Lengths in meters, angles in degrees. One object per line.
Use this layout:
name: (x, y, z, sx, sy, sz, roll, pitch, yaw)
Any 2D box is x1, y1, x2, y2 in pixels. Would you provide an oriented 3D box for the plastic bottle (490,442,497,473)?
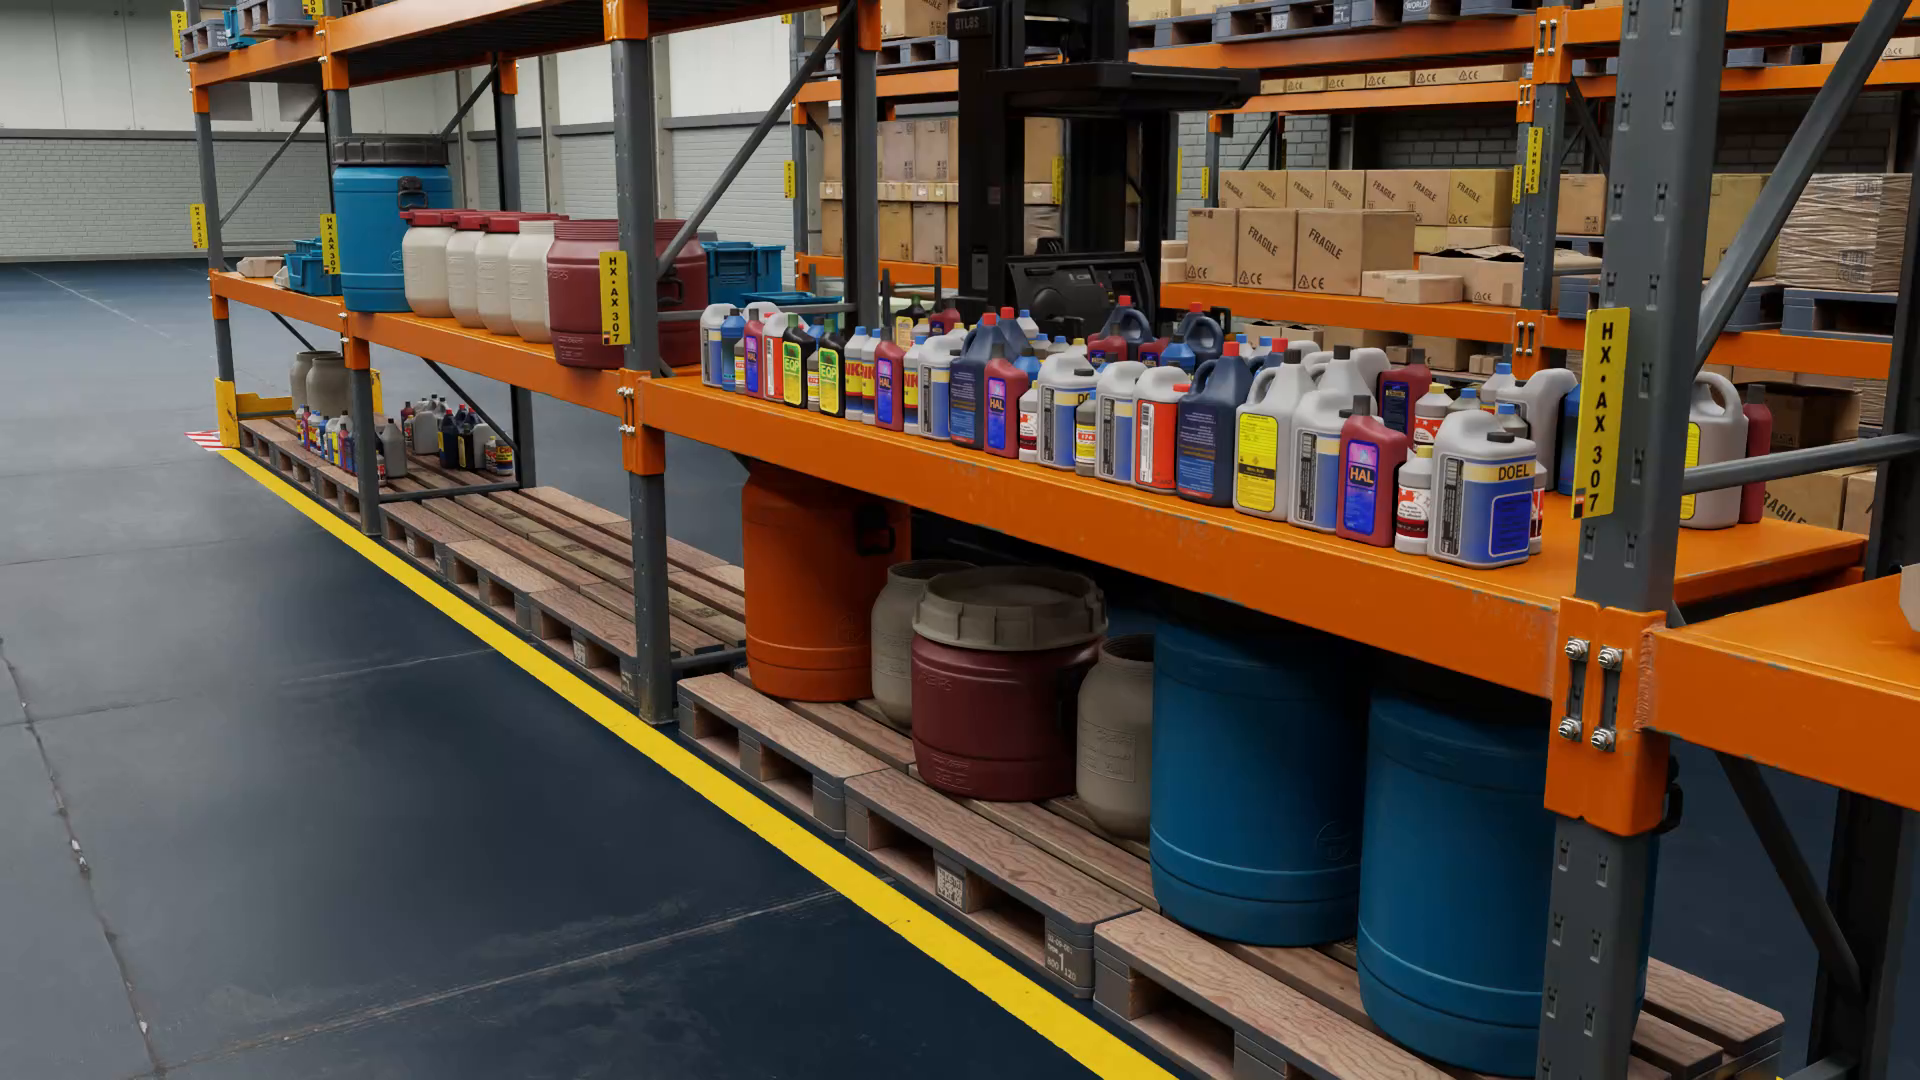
plastic bottle: (-2.844, -0.523, 10.253, 0.097, 0.201, 0.097, 0, 12, 0)

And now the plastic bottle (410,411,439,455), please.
plastic bottle: (-3.527, -0.713, 10.946, 0.152, 0.276, 0.135, -8, 15, -33)

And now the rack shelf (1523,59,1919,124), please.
rack shelf: (6.380, -3.480, 12.914, 1.077, 0.370, 4.000, -8, 15, -33)

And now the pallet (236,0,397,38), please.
pallet: (-3.457, -3.039, 9.656, 1.213, 0.211, 1.003, -8, 15, -33)

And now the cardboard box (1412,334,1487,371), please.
cardboard box: (4.663, -1.895, 15.827, 0.500, 0.500, 0.500, -9, 16, -37)

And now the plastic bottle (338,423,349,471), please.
plastic bottle: (-3.804, -0.575, 10.299, 0.061, 0.283, 0.133, -7, 14, -29)

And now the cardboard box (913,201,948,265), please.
cardboard box: (0.041, -2.535, 13.698, 0.700, 0.500, 0.500, -8, 14, -31)

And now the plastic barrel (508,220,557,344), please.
plastic barrel: (-1.741, -1.124, 7.221, 0.421, 0.512, 0.421, 0, 12, 0)

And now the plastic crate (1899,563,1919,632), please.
plastic crate: (1.595, 0.073, 2.482, 0.396, 0.136, 0.243, -8, 15, -33)

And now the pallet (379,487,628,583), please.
pallet: (-2.509, -0.051, 9.102, 1.003, 0.211, 1.213, -8, 15, -33)

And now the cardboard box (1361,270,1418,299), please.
cardboard box: (2.612, -1.520, 9.881, 0.380, 0.149, 0.250, -7, 14, -29)

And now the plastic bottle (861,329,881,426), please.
plastic bottle: (-0.236, -0.471, 4.795, 0.097, 0.271, 0.097, 0, 12, 0)

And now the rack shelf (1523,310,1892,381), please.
rack shelf: (4.474, -0.716, 7.297, 1.077, 0.370, 4.000, -8, 15, -33)

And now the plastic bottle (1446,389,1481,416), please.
plastic bottle: (1.219, -0.262, 4.006, 0.097, 0.201, 0.097, 0, 12, 0)

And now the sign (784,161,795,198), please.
sign: (-1.532, -3.243, 14.957, 0.100, 0.325, 0.005, -8, 15, -33)

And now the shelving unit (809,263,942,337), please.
shelving unit: (-0.496, -0.855, 9.761, 0.431, 1.500, 0.755, -10, 16, -38)

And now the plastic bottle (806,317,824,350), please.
plastic bottle: (-0.441, -0.560, 5.203, 0.097, 0.271, 0.097, 0, 12, 0)

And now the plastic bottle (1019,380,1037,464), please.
plastic bottle: (0.197, -0.298, 4.168, 0.097, 0.201, 0.097, 0, 12, 0)

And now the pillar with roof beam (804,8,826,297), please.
pillar with roof beam: (-6.069, -7.966, 24.725, 9.100, 9.000, 0.400, -8, 15, -33)

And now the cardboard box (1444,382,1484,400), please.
cardboard box: (3.022, -0.779, 10.044, 0.500, 0.311, 0.500, -9, 15, -34)

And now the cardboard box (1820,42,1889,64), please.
cardboard box: (6.847, -3.777, 12.302, 0.797, 0.503, 0.637, -6, 14, -25)

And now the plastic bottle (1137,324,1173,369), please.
plastic bottle: (0.578, -0.492, 4.862, 0.061, 0.283, 0.133, -8, 15, -33)

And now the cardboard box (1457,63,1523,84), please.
cardboard box: (4.784, -4.306, 14.730, 0.500, 0.500, 0.500, -8, 14, -31)

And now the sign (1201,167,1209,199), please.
sign: (2.604, -3.791, 17.651, 0.100, 0.325, 0.005, -8, 15, -33)

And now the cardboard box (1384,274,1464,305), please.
cardboard box: (2.638, -1.427, 9.456, 0.380, 0.149, 0.250, -8, 15, -33)

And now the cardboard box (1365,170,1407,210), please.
cardboard box: (4.201, -3.251, 15.753, 0.500, 0.500, 0.500, -9, 15, -34)

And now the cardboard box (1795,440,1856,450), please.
cardboard box: (4.366, -0.186, 8.013, 0.500, 0.500, 0.500, -9, 15, -35)

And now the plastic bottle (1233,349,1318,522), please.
plastic bottle: (0.675, -0.227, 3.492, 0.144, 0.351, 0.185, -8, 15, -33)

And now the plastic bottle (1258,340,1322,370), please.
plastic bottle: (0.876, -0.399, 4.454, 0.152, 0.276, 0.135, -8, 15, -33)

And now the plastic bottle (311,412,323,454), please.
plastic bottle: (-4.202, -0.704, 10.916, 0.097, 0.271, 0.097, 0, 12, 0)

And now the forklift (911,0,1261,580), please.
forklift: (0.750, -1.244, 8.189, 1.130, 2.935, 3.031, -10, 16, -38)

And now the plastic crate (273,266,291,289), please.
plastic crate: (-4.086, -1.679, 10.634, 0.530, 0.136, 0.437, -8, 15, -33)

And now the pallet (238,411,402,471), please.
pallet: (-4.665, -0.745, 12.273, 1.003, 0.211, 1.213, -8, 15, -33)

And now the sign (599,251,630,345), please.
sign: (-1.214, -0.851, 5.848, 0.100, 0.325, 0.005, -8, 15, -33)

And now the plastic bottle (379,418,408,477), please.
plastic bottle: (-3.453, -0.567, 10.104, 0.144, 0.351, 0.185, -8, 15, -33)

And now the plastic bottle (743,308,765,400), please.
plastic bottle: (-0.645, -0.601, 5.363, 0.061, 0.283, 0.133, -8, 15, -33)

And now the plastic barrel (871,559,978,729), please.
plastic barrel: (-0.087, 0.348, 5.591, 0.421, 0.512, 0.421, 0, 12, 0)

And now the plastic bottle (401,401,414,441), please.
plastic bottle: (-3.781, -0.812, 11.384, 0.061, 0.283, 0.133, -8, 15, -33)

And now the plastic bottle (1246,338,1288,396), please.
plastic bottle: (0.692, -0.276, 3.720, 0.144, 0.351, 0.185, -8, 15, -33)

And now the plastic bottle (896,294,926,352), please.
plastic bottle: (-0.180, -0.759, 6.083, 0.061, 0.283, 0.133, -8, 15, -33)

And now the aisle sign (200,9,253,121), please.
aisle sign: (-5.476, -3.508, 12.297, 0.394, 0.787, 0.004, -8, 15, -33)

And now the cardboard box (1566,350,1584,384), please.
cardboard box: (5.693, -1.586, 14.415, 0.700, 0.500, 0.500, -8, 14, -31)

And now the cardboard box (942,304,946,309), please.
cardboard box: (-0.126, -1.685, 13.744, 0.500, 0.500, 0.500, -8, 15, -33)

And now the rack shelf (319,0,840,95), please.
rack shelf: (-1.868, -2.307, 7.552, 1.077, 0.370, 4.000, -8, 15, -33)

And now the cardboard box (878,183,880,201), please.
cardboard box: (-0.605, -2.980, 14.214, 0.380, 0.149, 0.250, -8, 15, -34)

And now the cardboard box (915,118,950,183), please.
cardboard box: (0.064, -3.163, 13.533, 0.700, 0.500, 0.500, -8, 15, -33)

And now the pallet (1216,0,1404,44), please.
pallet: (2.293, -3.105, 9.958, 1.003, 0.211, 1.213, -7, 14, -30)

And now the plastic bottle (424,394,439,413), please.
plastic bottle: (-3.521, -0.804, 11.190, 0.144, 0.351, 0.185, -7, 14, -30)

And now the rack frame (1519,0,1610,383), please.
rack frame: (3.366, -1.423, 8.847, 1.000, 3.000, 0.127, -8, 15, -33)

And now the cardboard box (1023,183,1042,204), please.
cardboard box: (0.685, -2.567, 12.327, 0.380, 0.149, 0.250, -8, 15, -34)

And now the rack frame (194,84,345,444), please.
rack frame: (-5.192, -2.260, 12.675, 1.000, 3.000, 0.127, -8, 15, -33)
